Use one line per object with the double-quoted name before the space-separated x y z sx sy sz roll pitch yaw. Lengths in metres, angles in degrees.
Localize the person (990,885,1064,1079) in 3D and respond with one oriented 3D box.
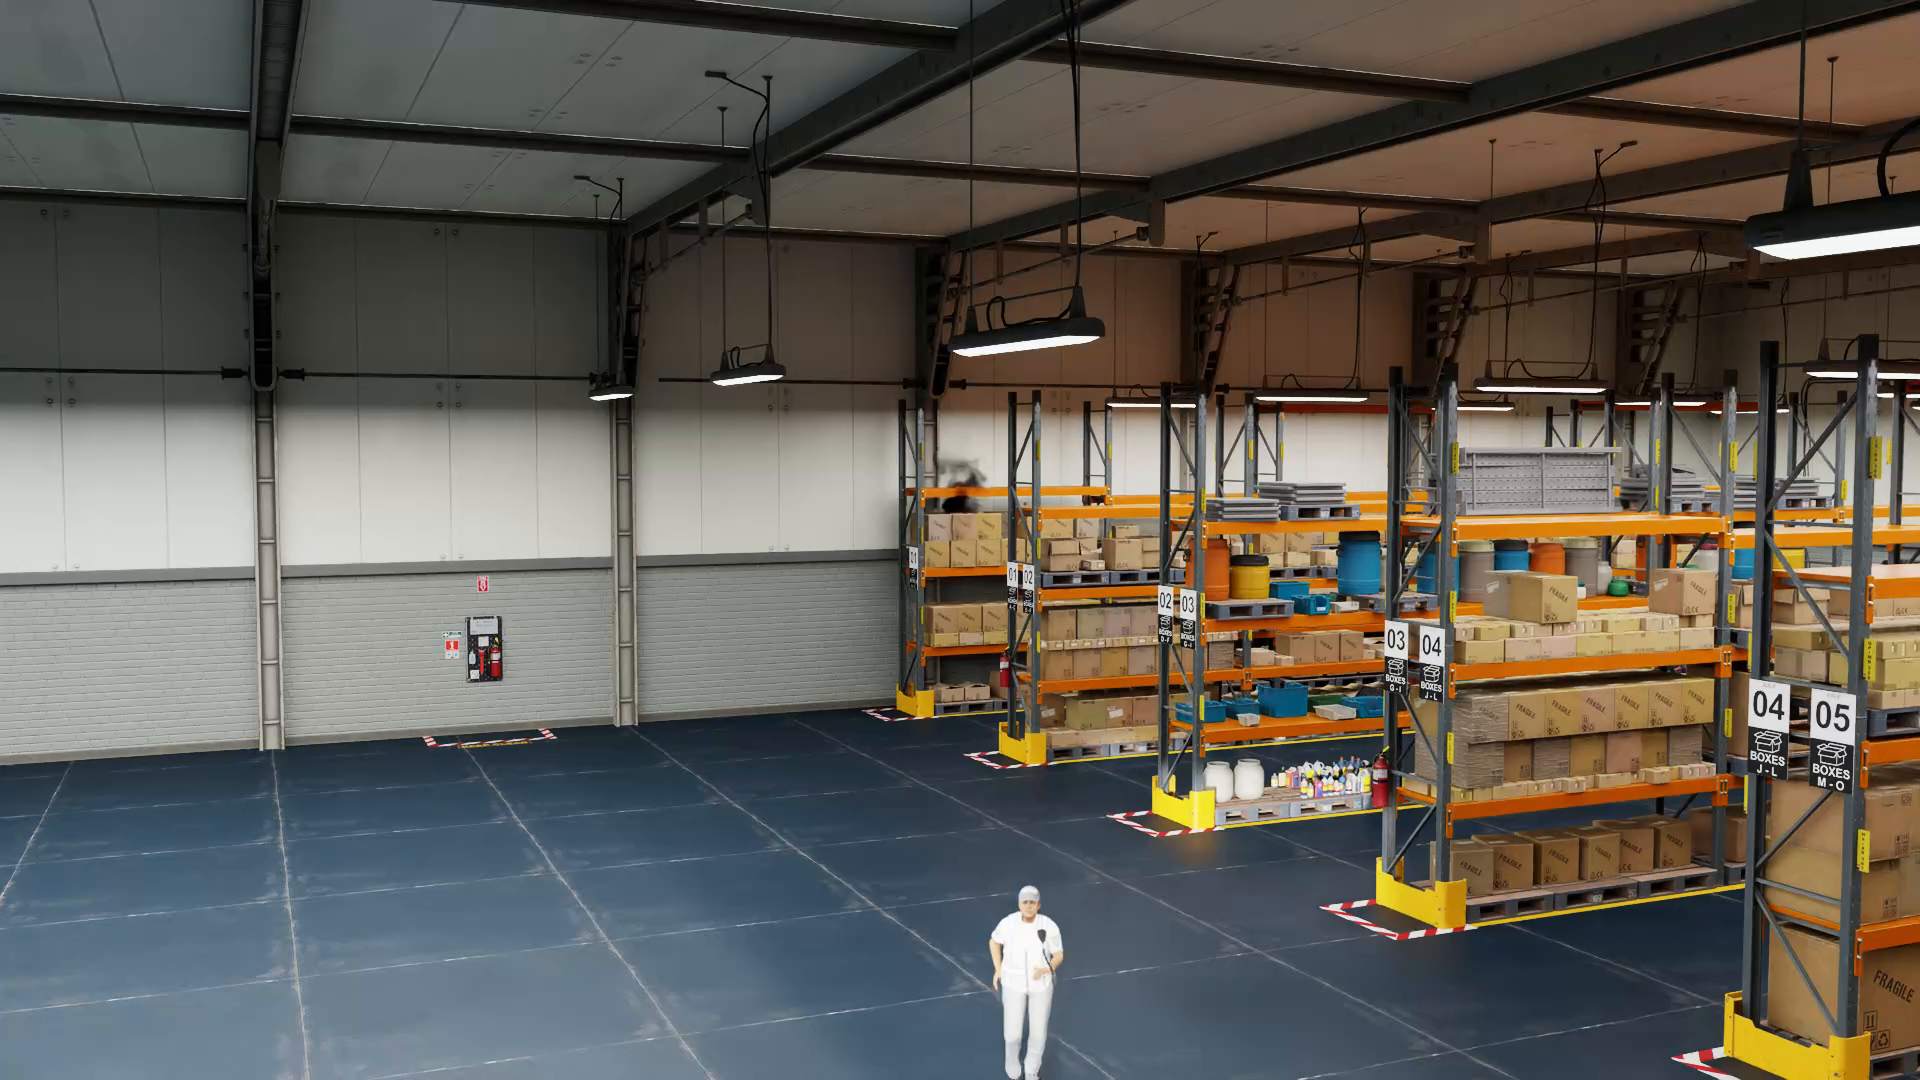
"person" 0.529 3.568 13.224 0.593 1.626 0.574 0 3 2
